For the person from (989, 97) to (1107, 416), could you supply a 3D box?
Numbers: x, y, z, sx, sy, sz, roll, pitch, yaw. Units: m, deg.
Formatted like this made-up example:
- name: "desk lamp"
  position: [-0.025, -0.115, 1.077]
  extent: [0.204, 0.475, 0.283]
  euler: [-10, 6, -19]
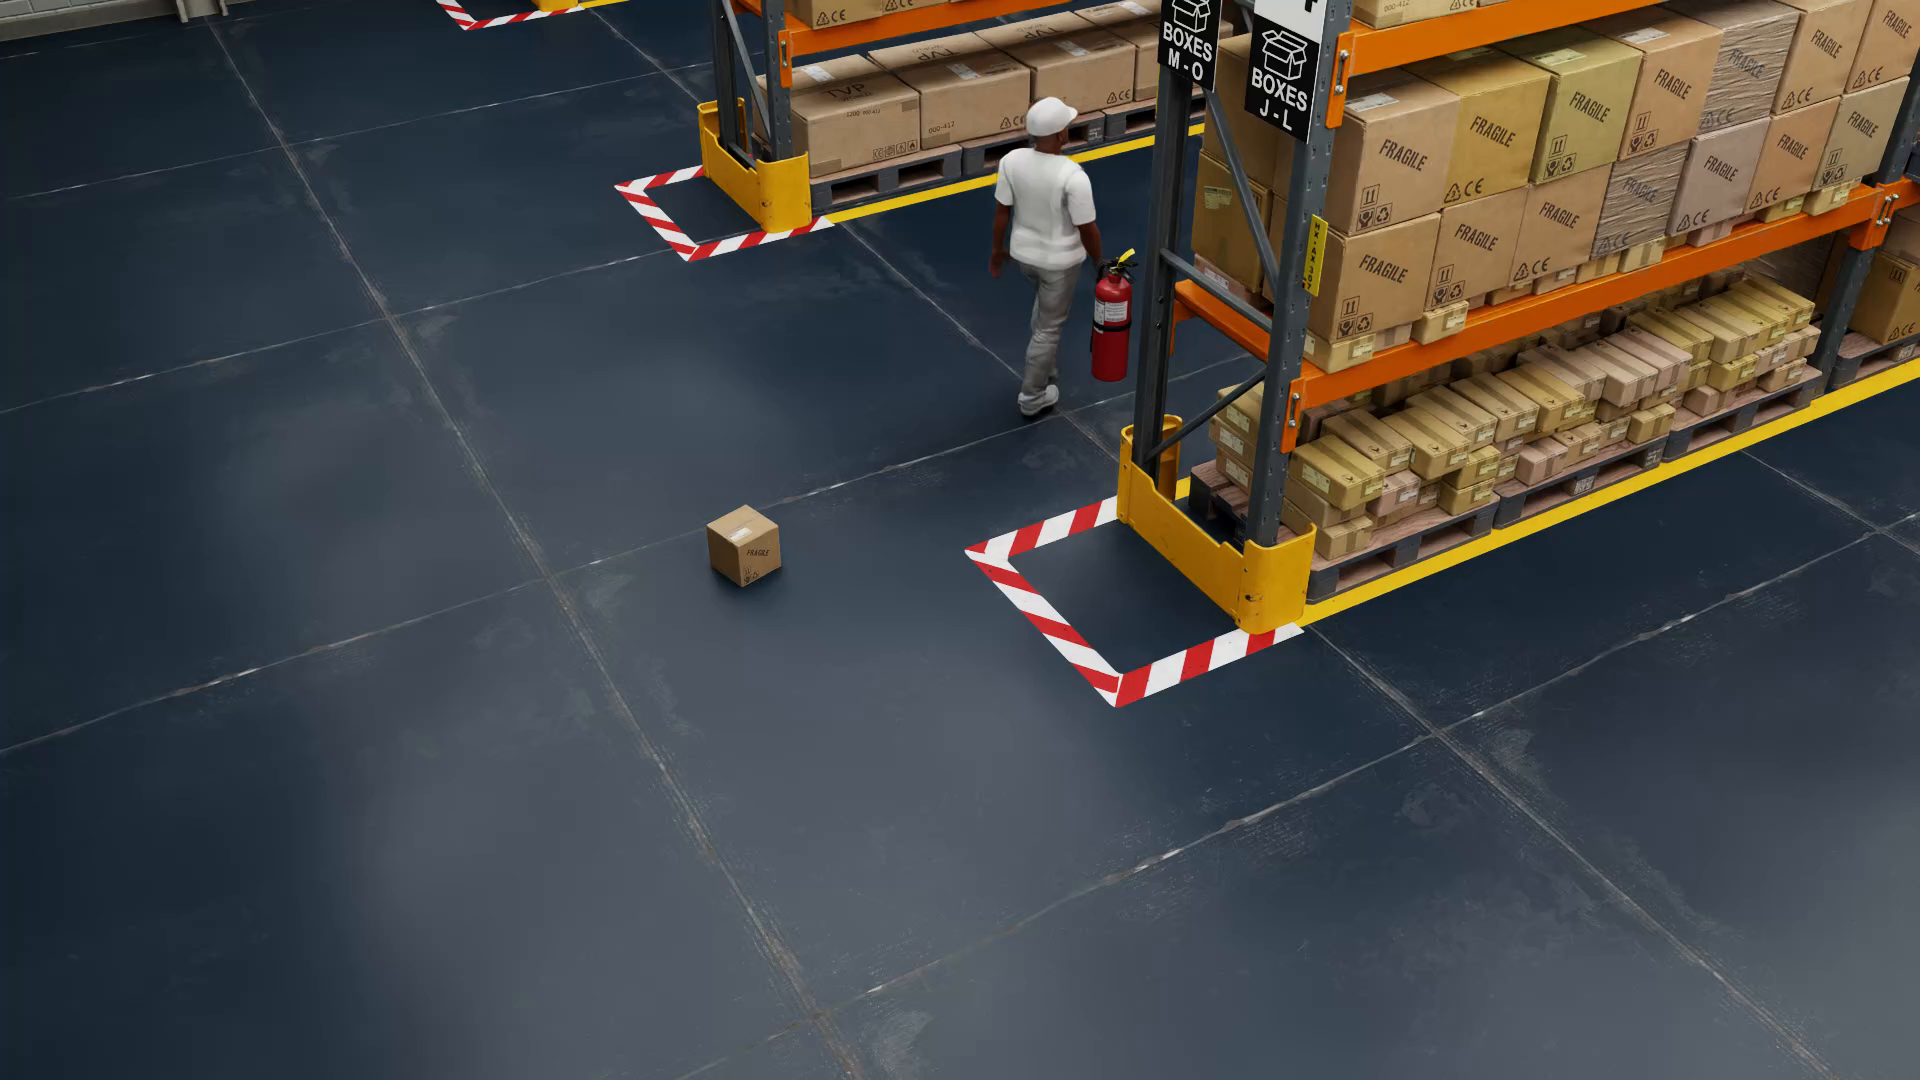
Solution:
- name: "person"
  position: [0.492, -1.511, 8.961]
  extent: [0.621, 1.829, 0.607]
  euler: [27, 44, 31]
